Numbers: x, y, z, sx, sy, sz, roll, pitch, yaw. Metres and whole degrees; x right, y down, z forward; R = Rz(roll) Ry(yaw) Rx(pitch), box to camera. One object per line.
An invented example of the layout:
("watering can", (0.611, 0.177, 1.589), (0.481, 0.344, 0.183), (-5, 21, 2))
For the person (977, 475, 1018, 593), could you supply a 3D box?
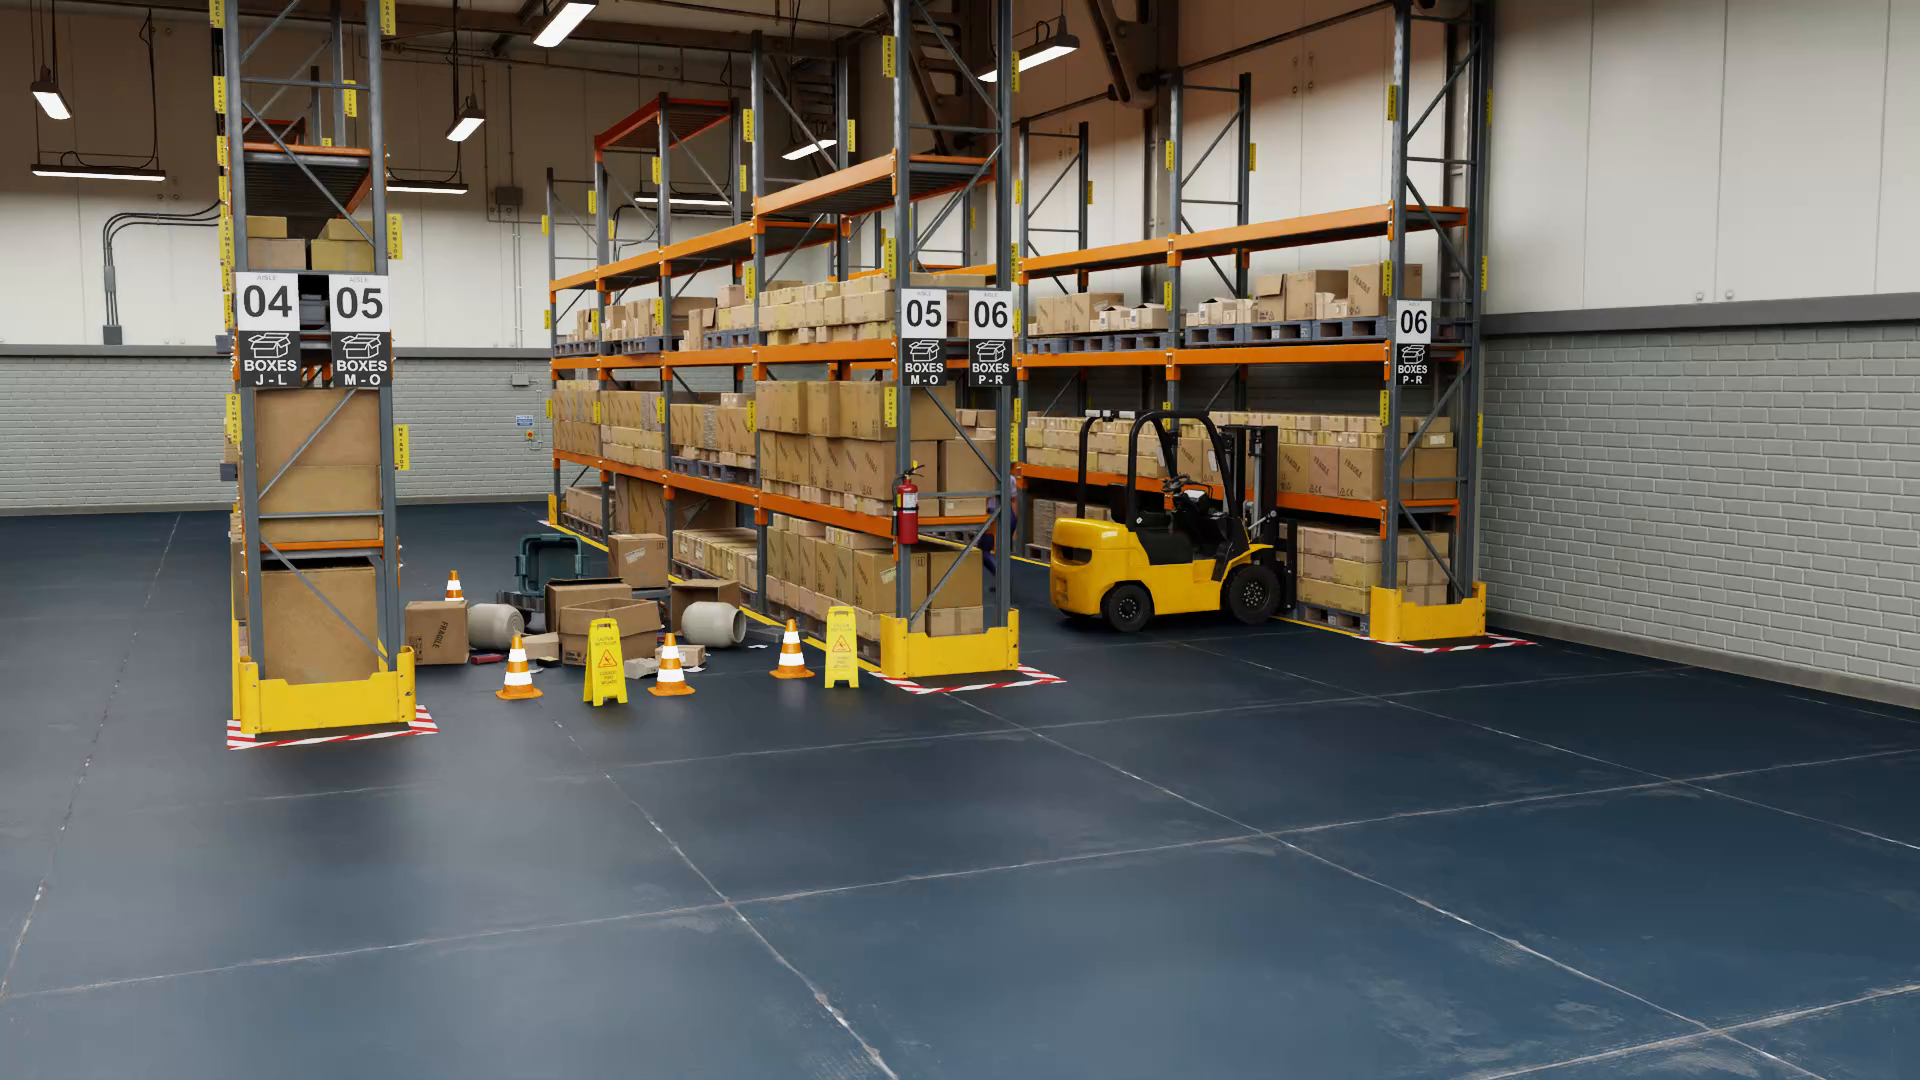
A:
("person", (0.453, -0.189, 18.874), (0.470, 1.631, 0.669), (-3, 6, -30))
